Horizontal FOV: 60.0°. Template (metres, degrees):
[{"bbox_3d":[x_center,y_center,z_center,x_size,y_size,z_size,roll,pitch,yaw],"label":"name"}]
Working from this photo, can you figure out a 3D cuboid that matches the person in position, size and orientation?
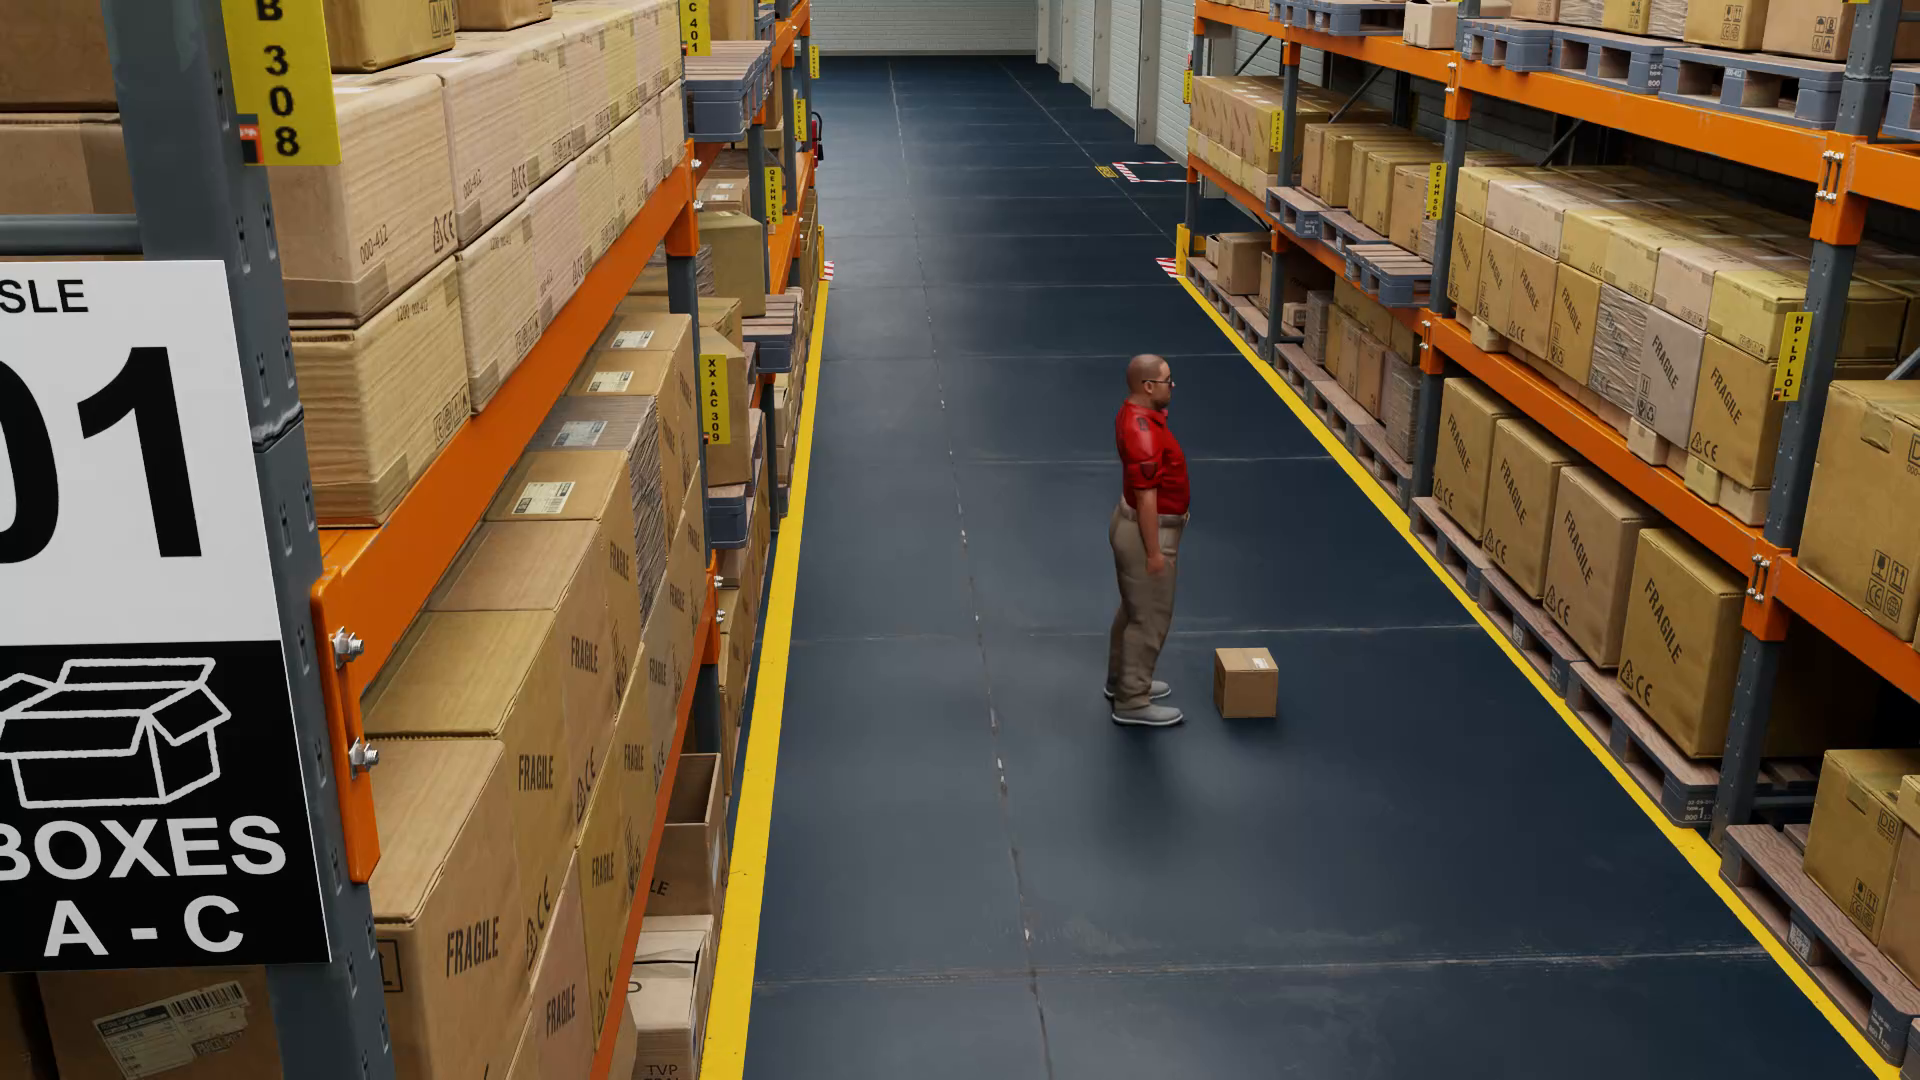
[{"bbox_3d":[0.870,-0.007,7.631,0.361,1.730,0.528,-1,20,-2],"label":"person"}]
